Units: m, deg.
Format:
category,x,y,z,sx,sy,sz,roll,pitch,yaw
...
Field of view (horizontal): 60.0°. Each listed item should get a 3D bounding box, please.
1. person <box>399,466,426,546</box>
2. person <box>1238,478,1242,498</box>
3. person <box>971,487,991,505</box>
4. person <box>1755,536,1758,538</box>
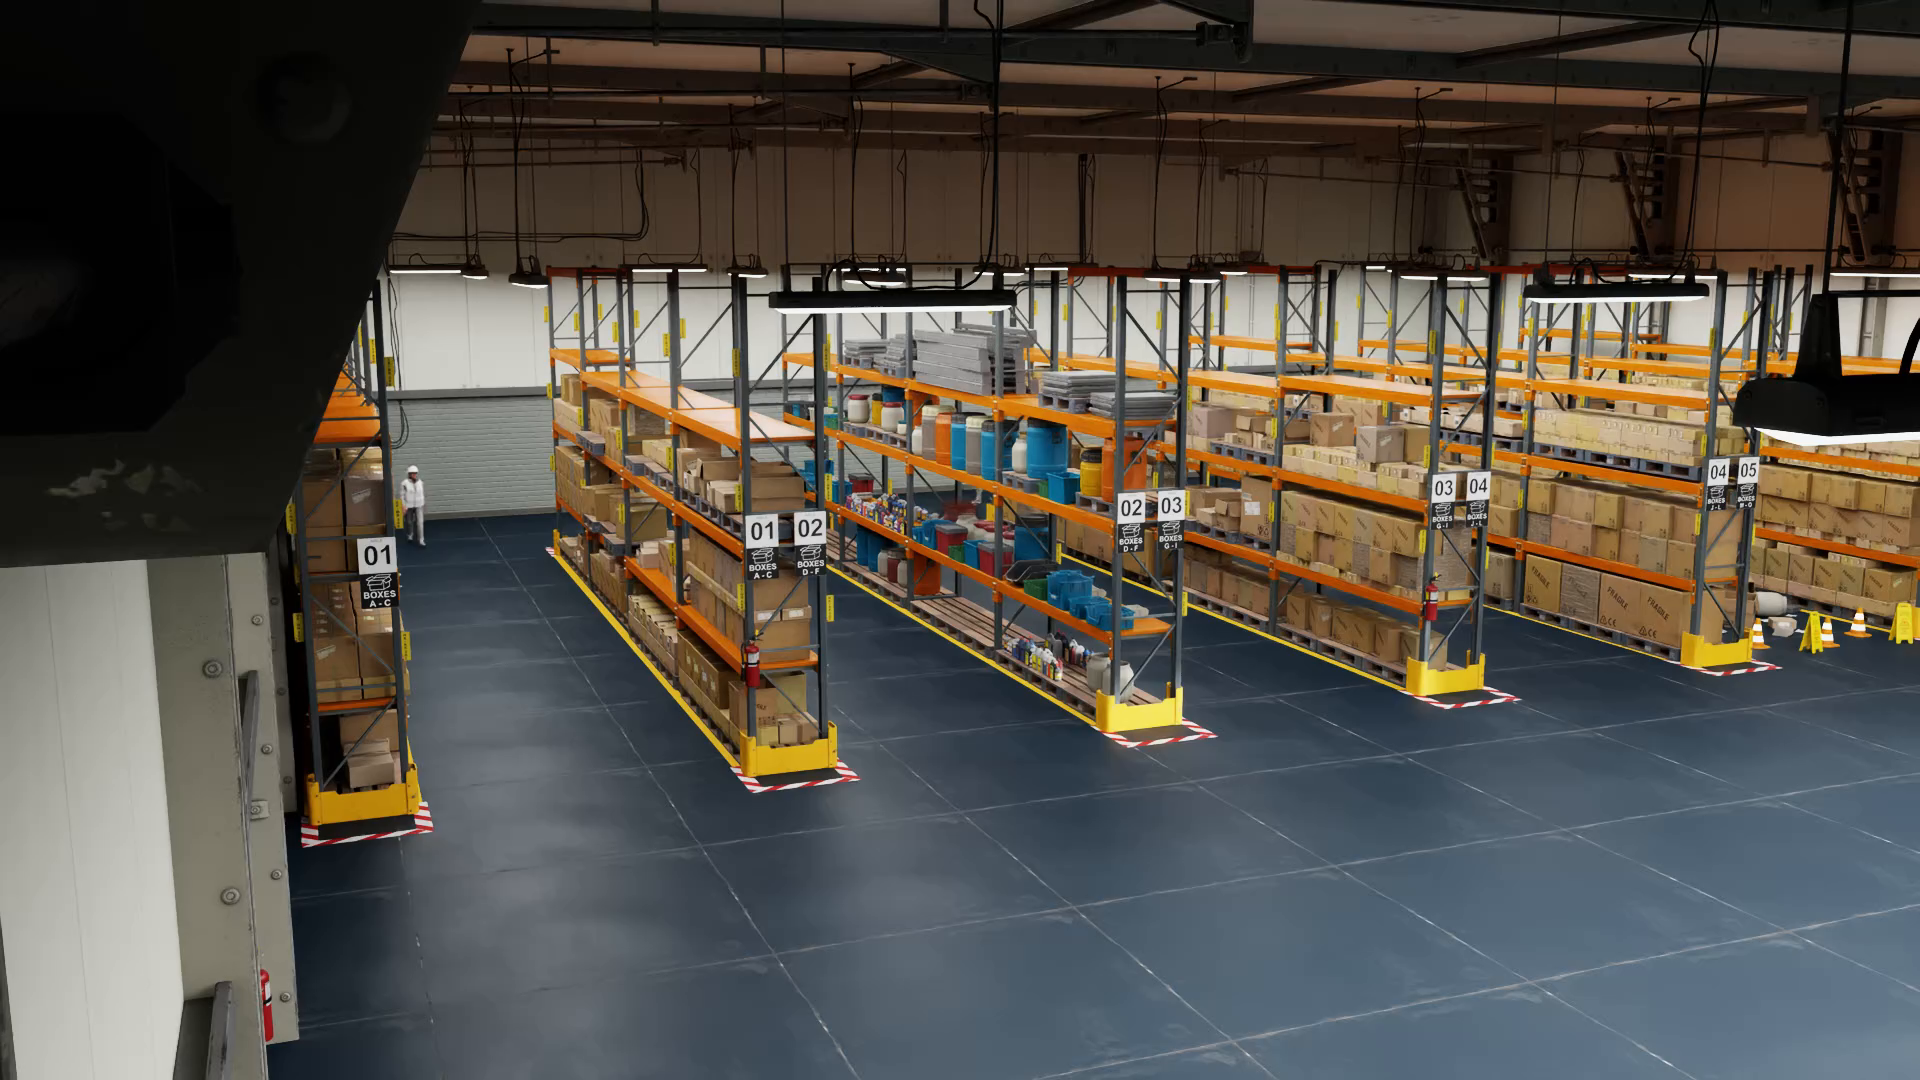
category,x,y,z,sx,sy,sz,roll,pitch,yaw
person,-11.817,-0.744,35.912,0.544,1.721,1.084,-5,11,-24
person,6.048,-0.546,34.968,0.473,1.614,1.042,-4,11,-20
person,0.597,-1.683,41.687,0.842,1.558,0.391,-6,12,-31
person,16.928,-0.526,34.939,0.475,1.700,0.525,-8,12,-37
